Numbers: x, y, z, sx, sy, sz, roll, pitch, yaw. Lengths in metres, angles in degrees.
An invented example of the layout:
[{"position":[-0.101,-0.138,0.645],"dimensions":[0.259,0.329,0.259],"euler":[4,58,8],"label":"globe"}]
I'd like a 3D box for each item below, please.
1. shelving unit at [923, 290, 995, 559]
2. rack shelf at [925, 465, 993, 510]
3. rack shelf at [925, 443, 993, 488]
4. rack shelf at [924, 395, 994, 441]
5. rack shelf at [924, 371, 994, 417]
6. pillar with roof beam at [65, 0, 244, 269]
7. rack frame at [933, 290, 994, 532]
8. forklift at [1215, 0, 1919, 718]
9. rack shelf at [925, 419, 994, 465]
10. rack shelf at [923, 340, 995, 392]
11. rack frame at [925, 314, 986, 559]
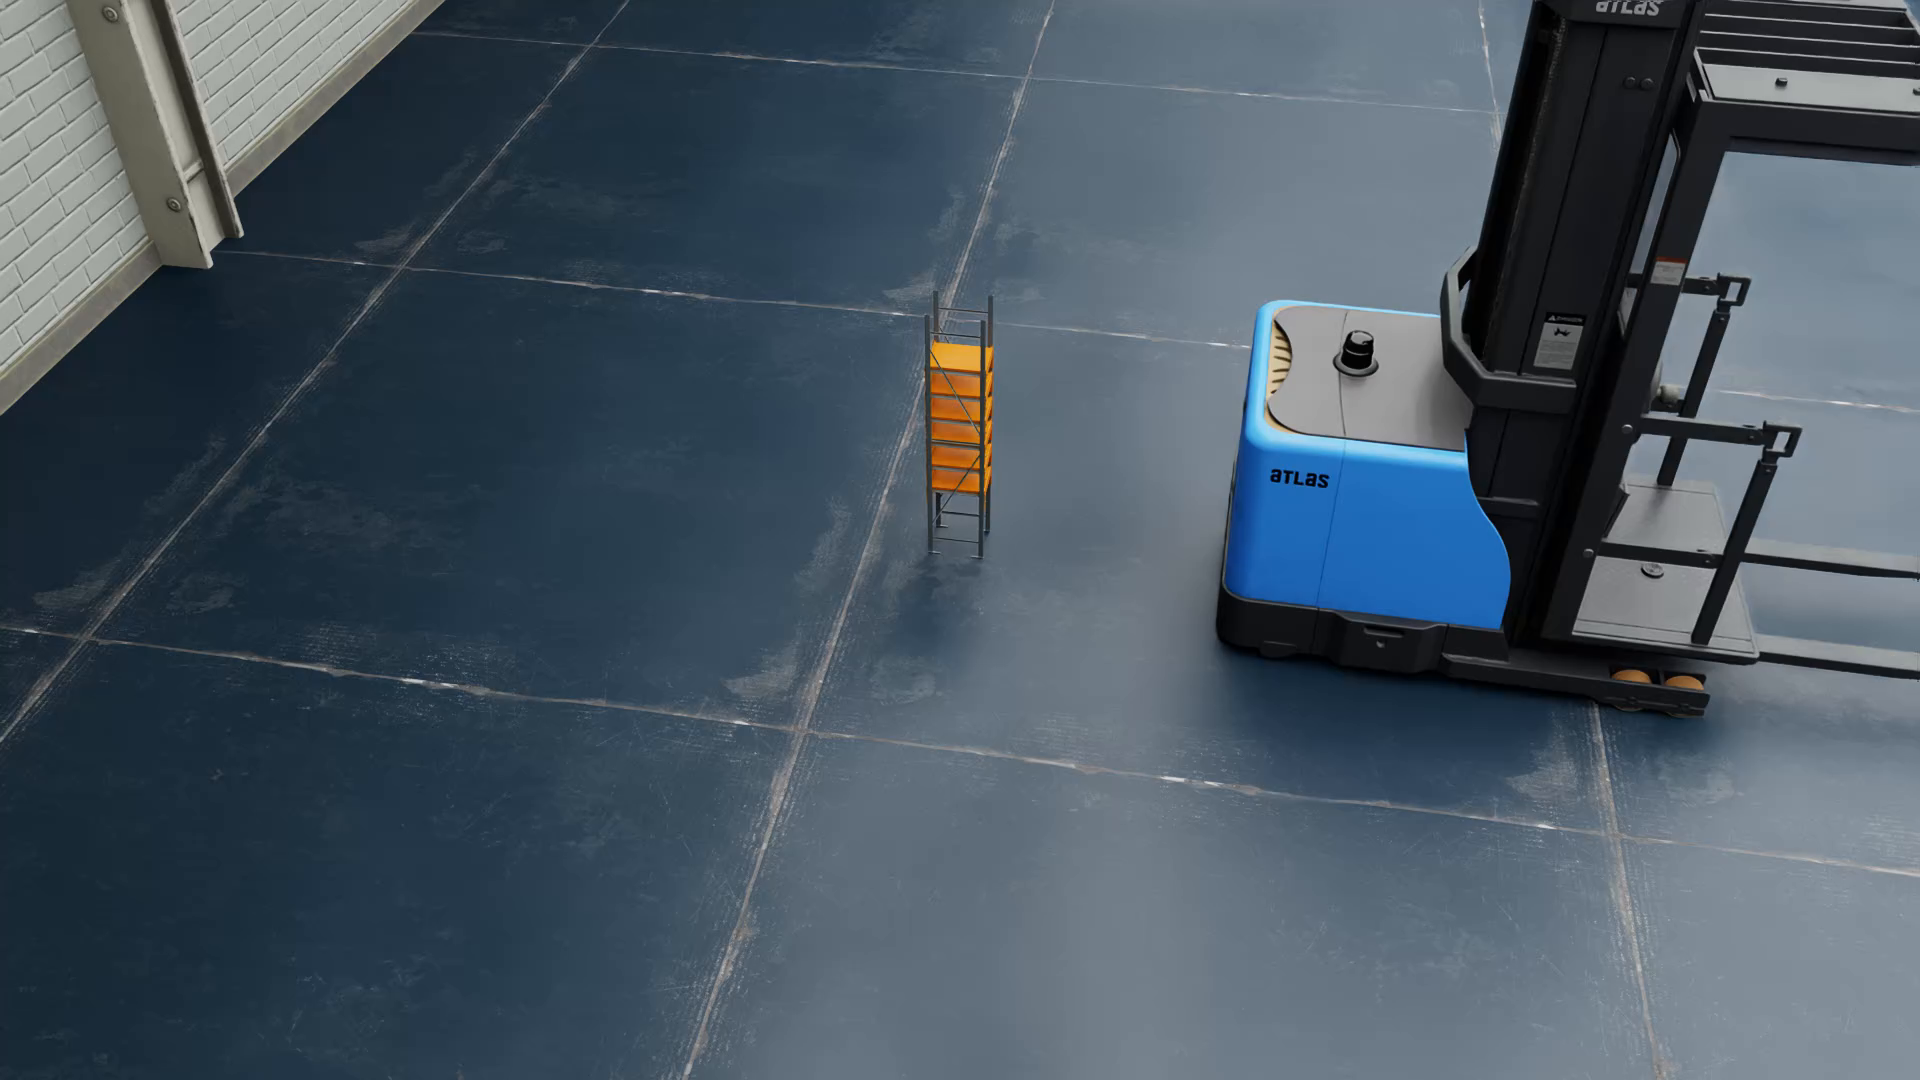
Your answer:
[{"position":[-0.002,-0.453,6.857],"dimensions":[0.258,1.200,0.189],"euler":[6,40,8],"label":"shelving unit"},{"position":[-0.003,-0.234,7.038],"dimensions":[0.258,0.103,0.180],"euler":[6,40,8],"label":"rack shelf"},{"position":[-0.003,-0.327,6.961],"dimensions":[0.258,0.103,0.180],"euler":[6,40,8],"label":"rack shelf"},{"position":[-0.002,-0.512,6.809],"dimensions":[0.258,0.103,0.180],"euler":[6,40,8],"label":"rack shelf"},{"position":[-0.002,-0.604,6.732],"dimensions":[0.258,0.103,0.180],"euler":[6,40,8],"label":"rack shelf"},{"position":[0.041,-4.607,5.760],"dimensions":[9.100,9.000,0.400],"euler":[6,40,8],"label":"pillar with roof beam"},{"position":[0.013,-0.511,6.926],"dimensions":[0.240,1.200,0.006],"euler":[6,40,8],"label":"rack frame"},{"position":[2.600,-0.813,5.933],"dimensions":[3.031,2.935,1.130],"euler":[7,40,8],"label":"forklift"},{"position":[-0.002,-0.419,6.885],"dimensions":[0.258,0.103,0.180],"euler":[6,40,8],"label":"rack shelf"},{"position":[-0.002,-0.697,6.656],"dimensions":[0.258,0.103,0.180],"euler":[6,40,8],"label":"rack shelf"},{"position":[-0.018,-0.396,6.787],"dimensions":[0.240,1.200,0.006],"euler":[6,40,8],"label":"rack frame"}]
